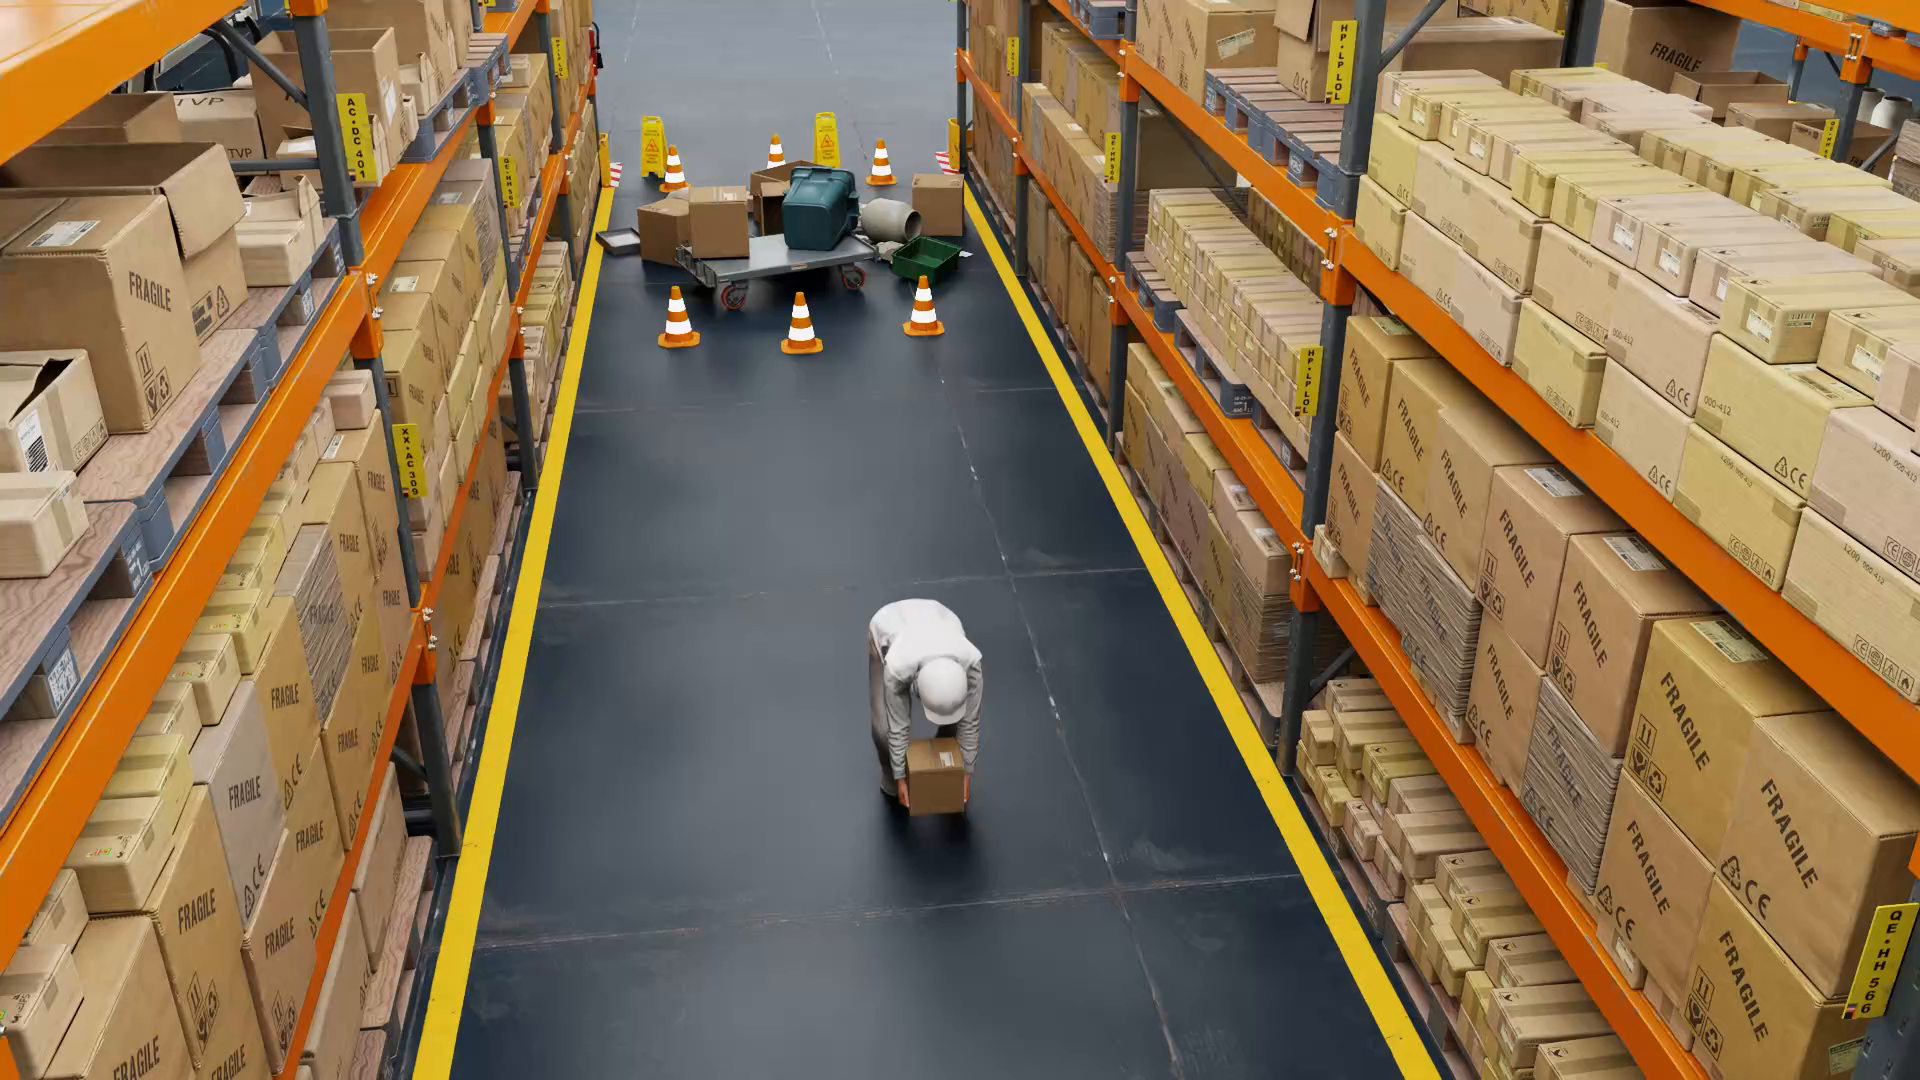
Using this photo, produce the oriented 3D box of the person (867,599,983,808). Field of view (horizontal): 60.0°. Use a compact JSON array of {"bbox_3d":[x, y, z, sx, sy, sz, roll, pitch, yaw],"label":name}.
[{"bbox_3d":[-0.163,0.821,7.826,0.502,1.002,0.994,-5,27,-9],"label":"person"}]
